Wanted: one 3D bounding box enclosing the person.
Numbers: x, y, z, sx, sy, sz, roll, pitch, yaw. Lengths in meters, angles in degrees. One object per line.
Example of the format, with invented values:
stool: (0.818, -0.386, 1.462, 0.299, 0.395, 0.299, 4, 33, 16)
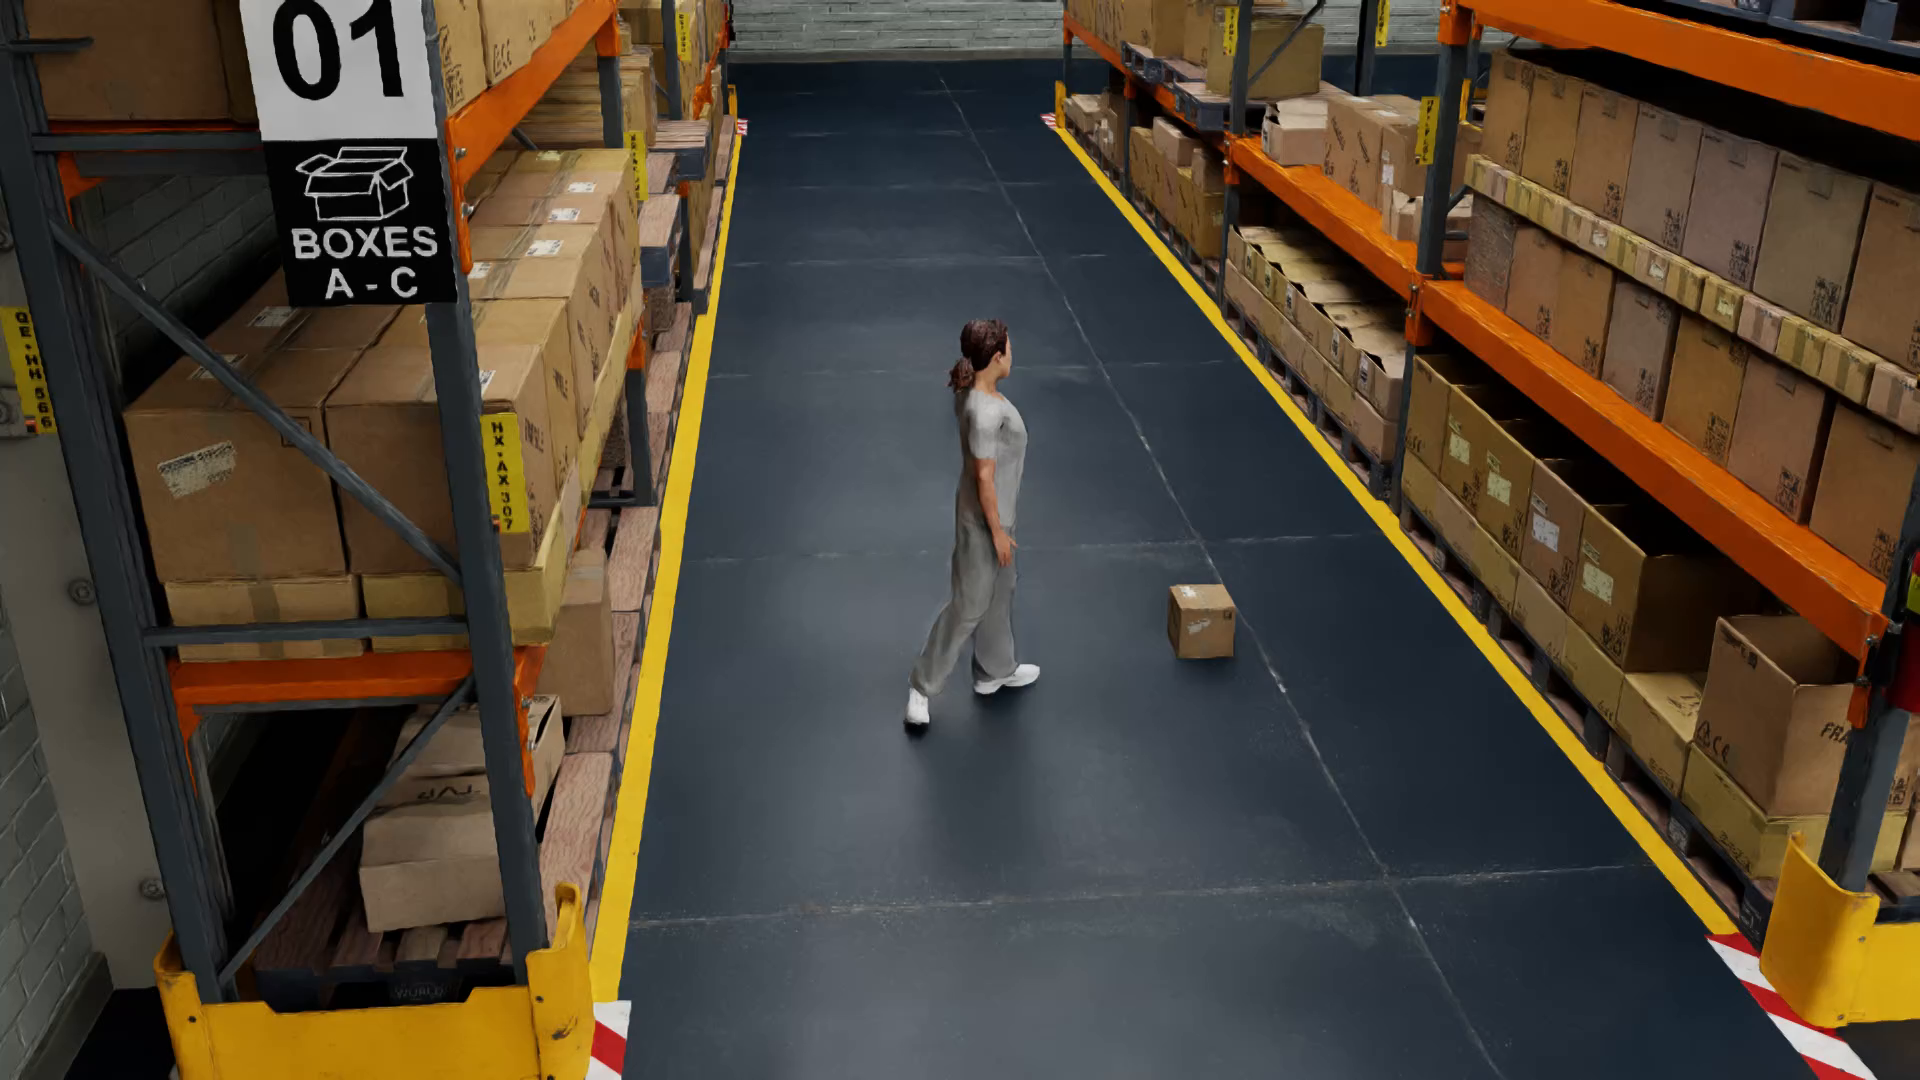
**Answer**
person: (0.061, -0.079, 6.790, 0.570, 1.667, 0.646, 0, 24, 1)
